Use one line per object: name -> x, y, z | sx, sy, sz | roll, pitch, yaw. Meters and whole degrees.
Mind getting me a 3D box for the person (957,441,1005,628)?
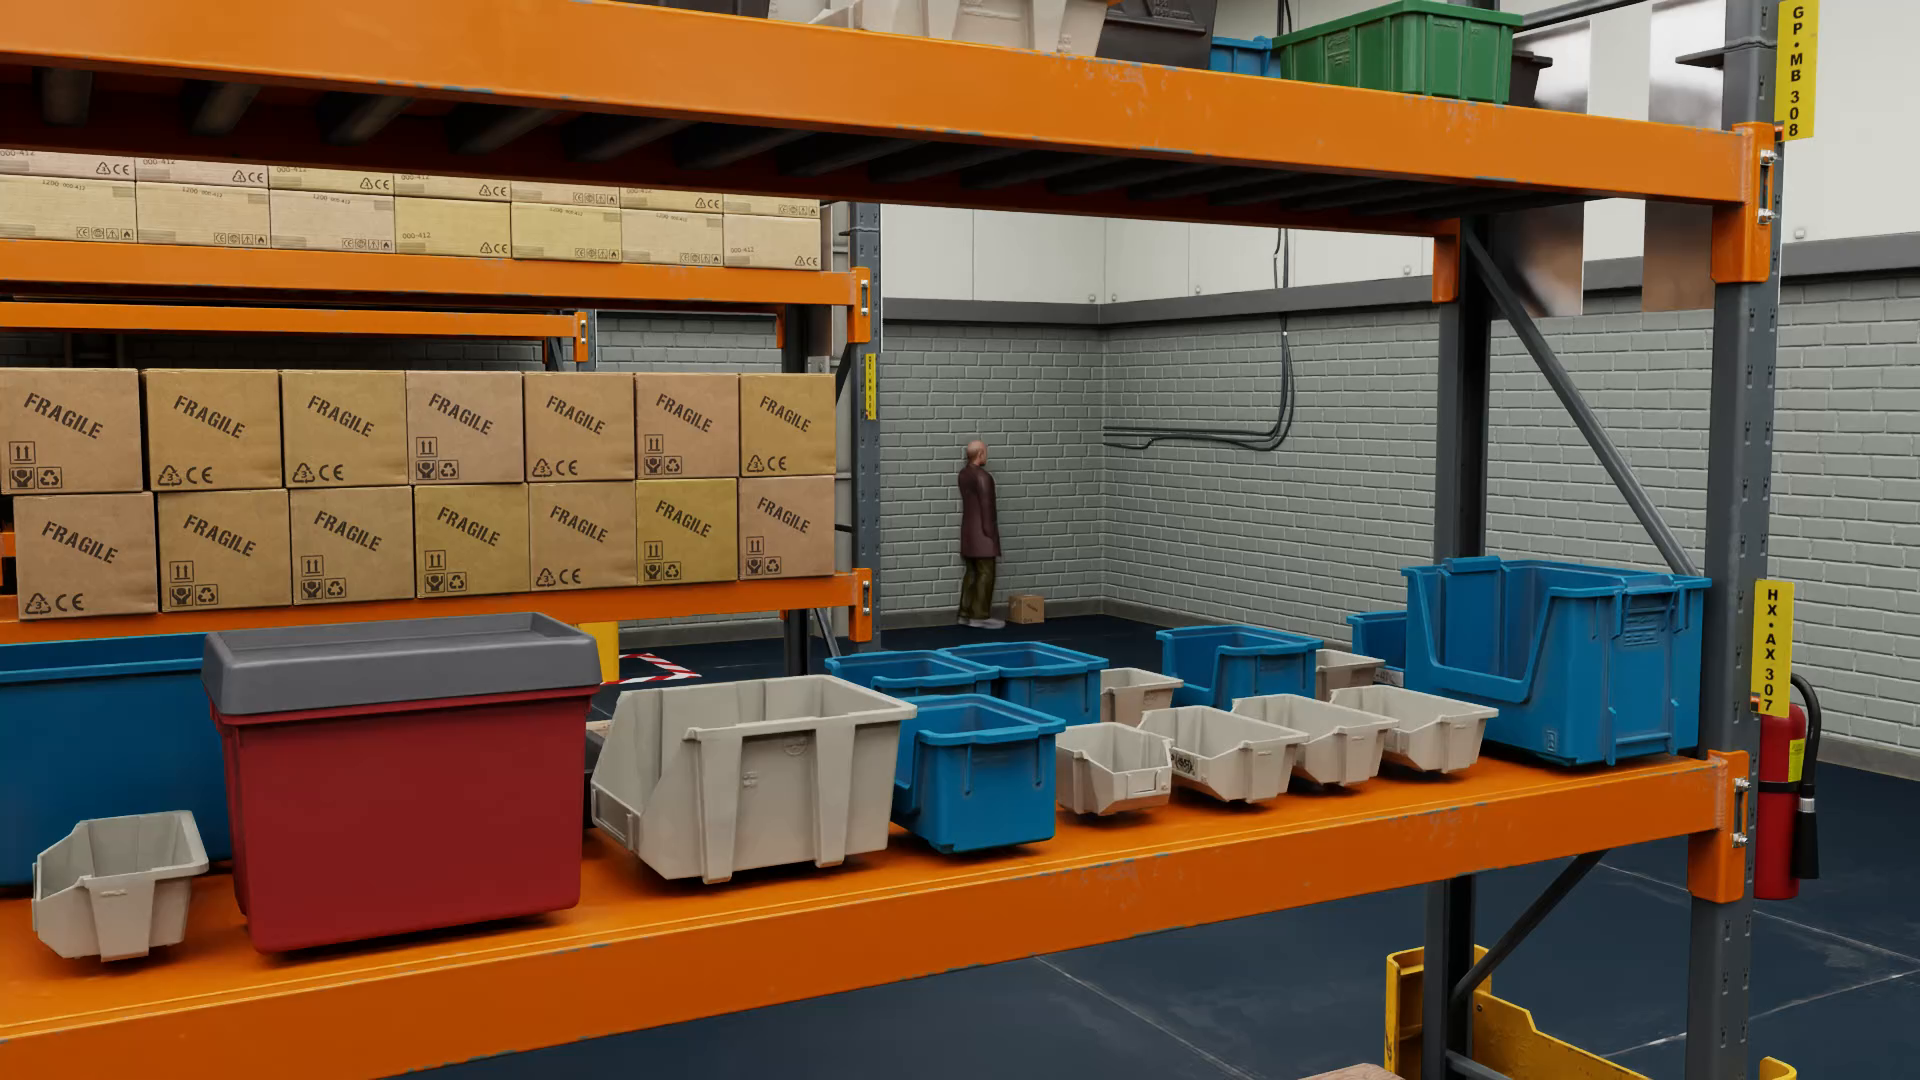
person -> 0.181, -0.060, 15.952 | 0.380, 1.781, 0.562 | -3, 6, -27
